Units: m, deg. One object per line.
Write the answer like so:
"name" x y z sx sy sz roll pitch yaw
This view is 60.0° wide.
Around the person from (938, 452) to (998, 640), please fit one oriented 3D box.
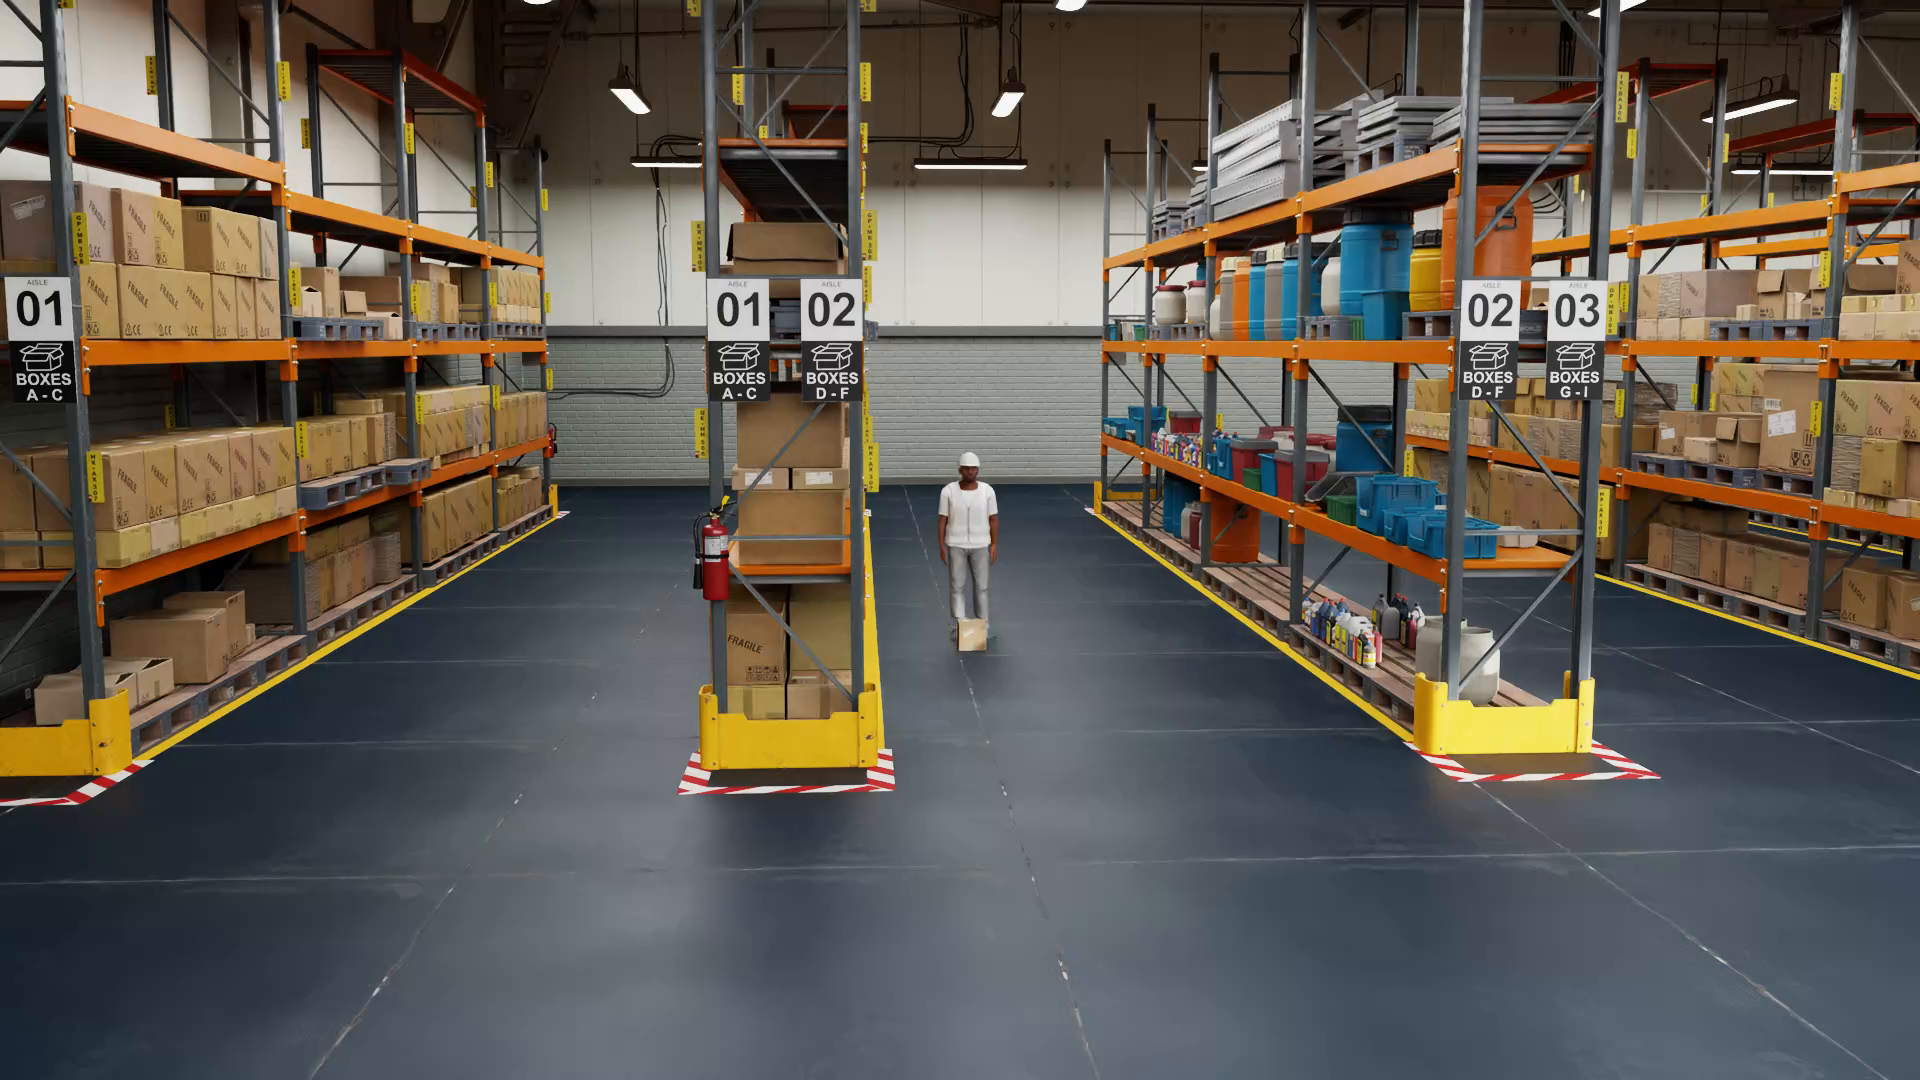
"person" 0.080 0.095 15.636 0.571 1.834 0.450 0 7 -3
